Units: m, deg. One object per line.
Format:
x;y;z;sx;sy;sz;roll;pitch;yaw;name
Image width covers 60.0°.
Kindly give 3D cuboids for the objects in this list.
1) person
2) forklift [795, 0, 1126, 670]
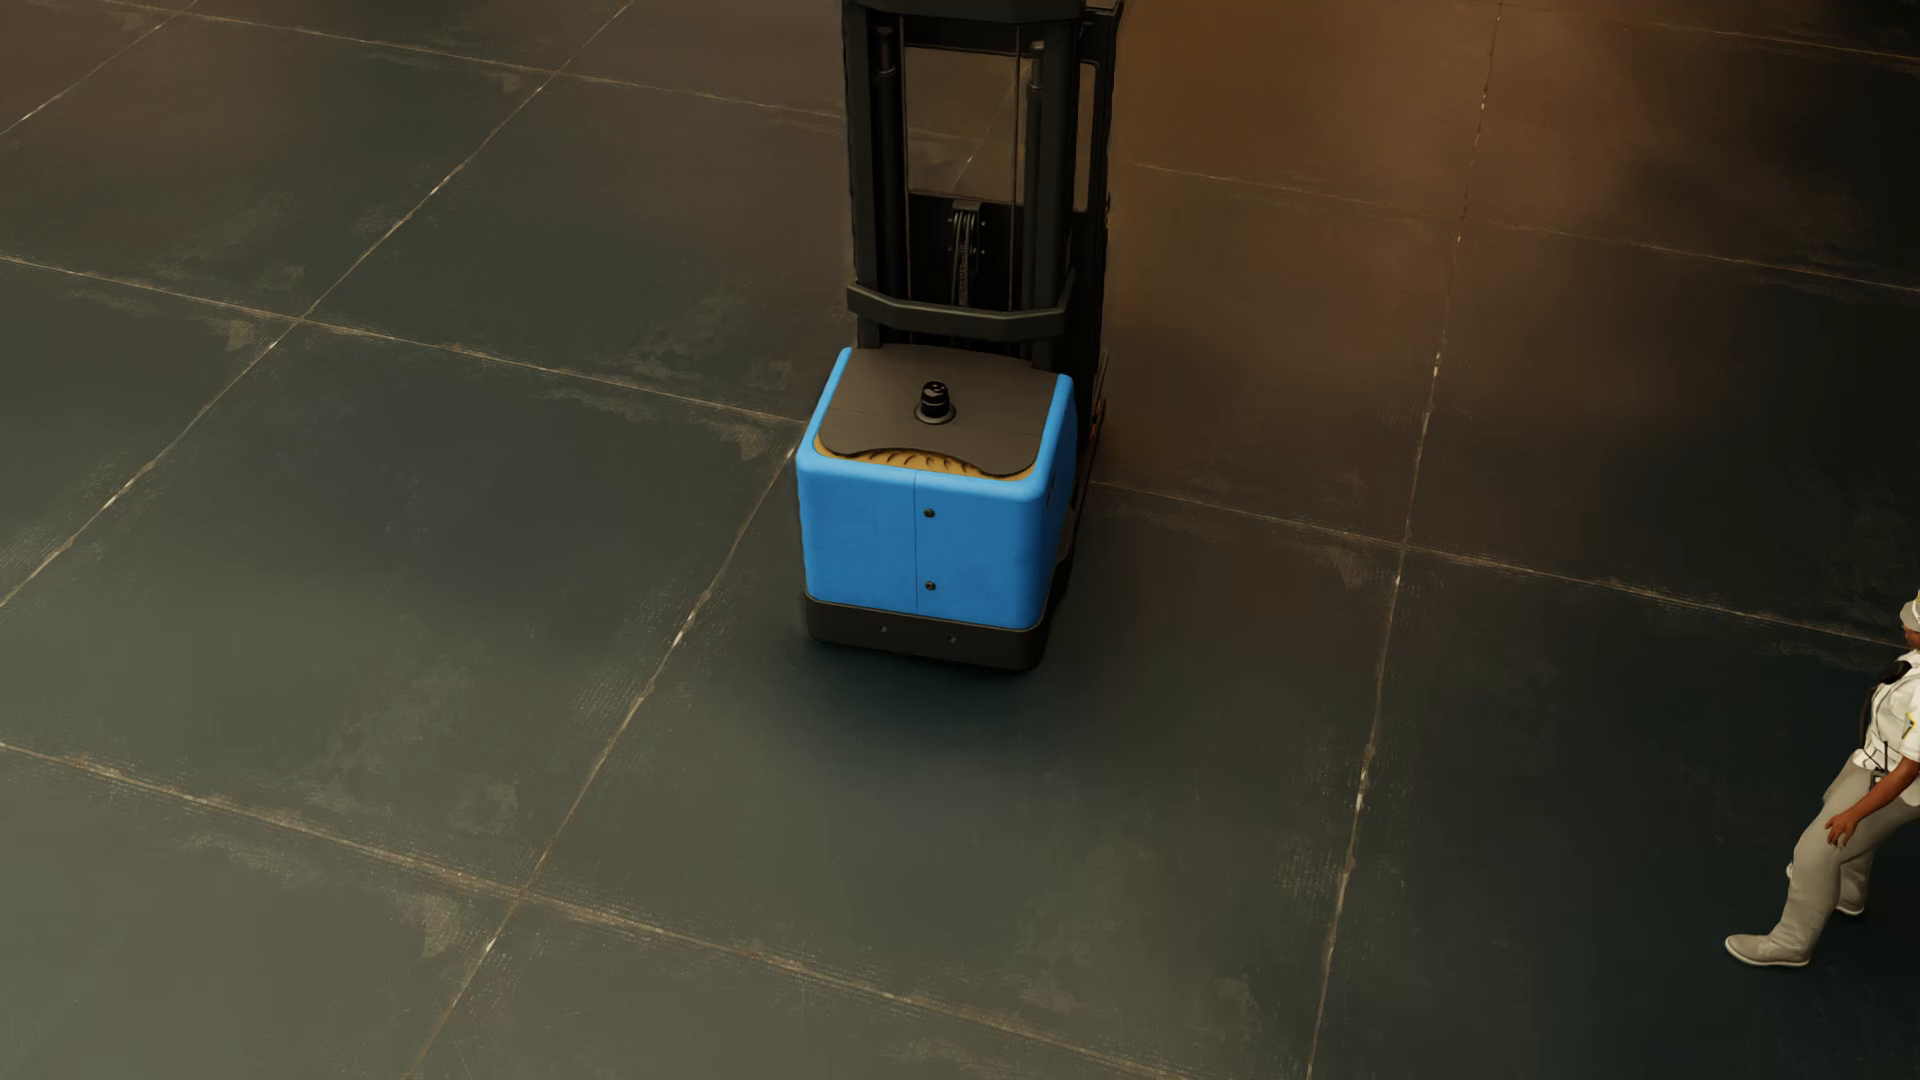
3.204;0.812;5.775;0.384;1.633;0.754;29;50;27;person
0.123;-1.530;7.333;1.130;2.935;3.031;8;44;8;forklift
